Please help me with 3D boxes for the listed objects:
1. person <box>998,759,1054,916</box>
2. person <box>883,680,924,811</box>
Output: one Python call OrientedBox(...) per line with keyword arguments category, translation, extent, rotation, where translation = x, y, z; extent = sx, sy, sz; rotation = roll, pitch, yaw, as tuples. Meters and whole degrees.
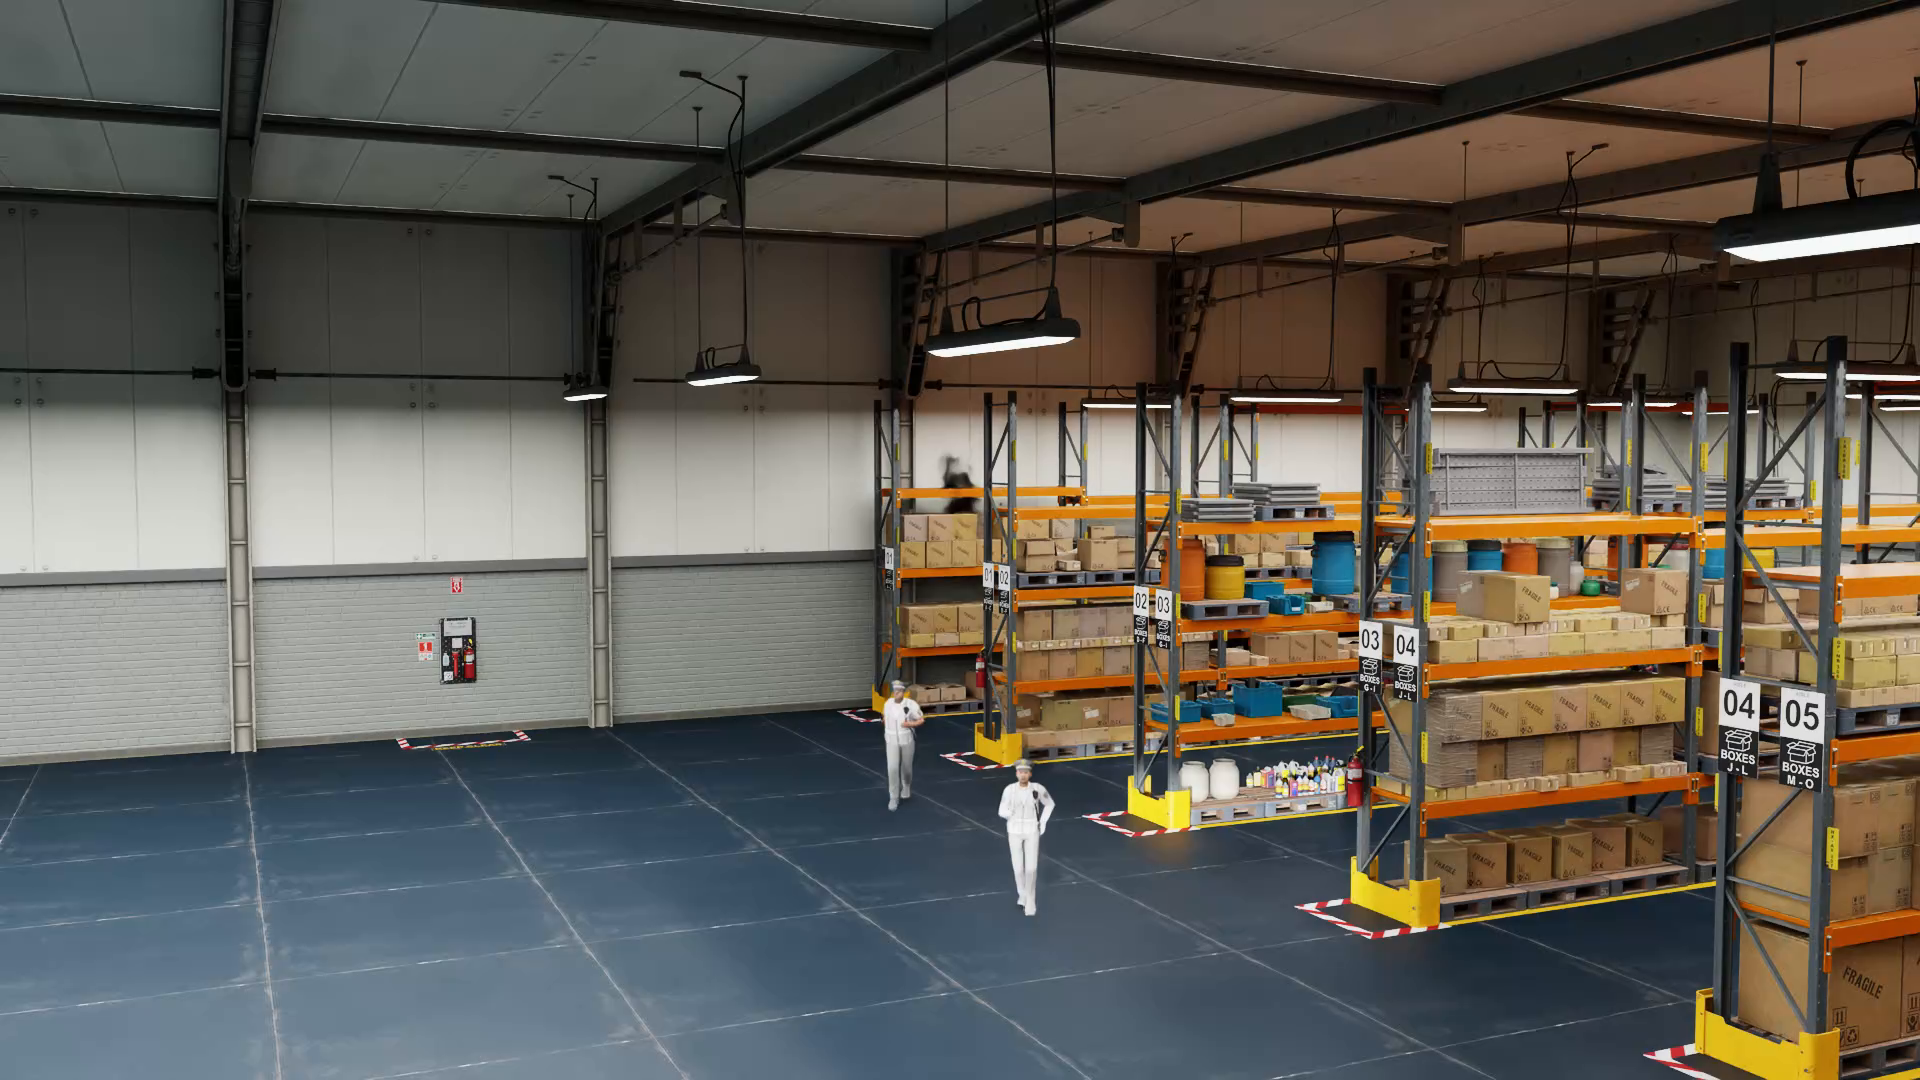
OrientedBox(category="person", translation=(0.714, 3.264, 18.275), extent=(0.592, 1.723, 0.659), rotation=(1, 3, 10))
OrientedBox(category="person", translation=(-0.822, 2.895, 23.764), extent=(0.640, 1.818, 0.910), rotation=(0, 3, 7))
